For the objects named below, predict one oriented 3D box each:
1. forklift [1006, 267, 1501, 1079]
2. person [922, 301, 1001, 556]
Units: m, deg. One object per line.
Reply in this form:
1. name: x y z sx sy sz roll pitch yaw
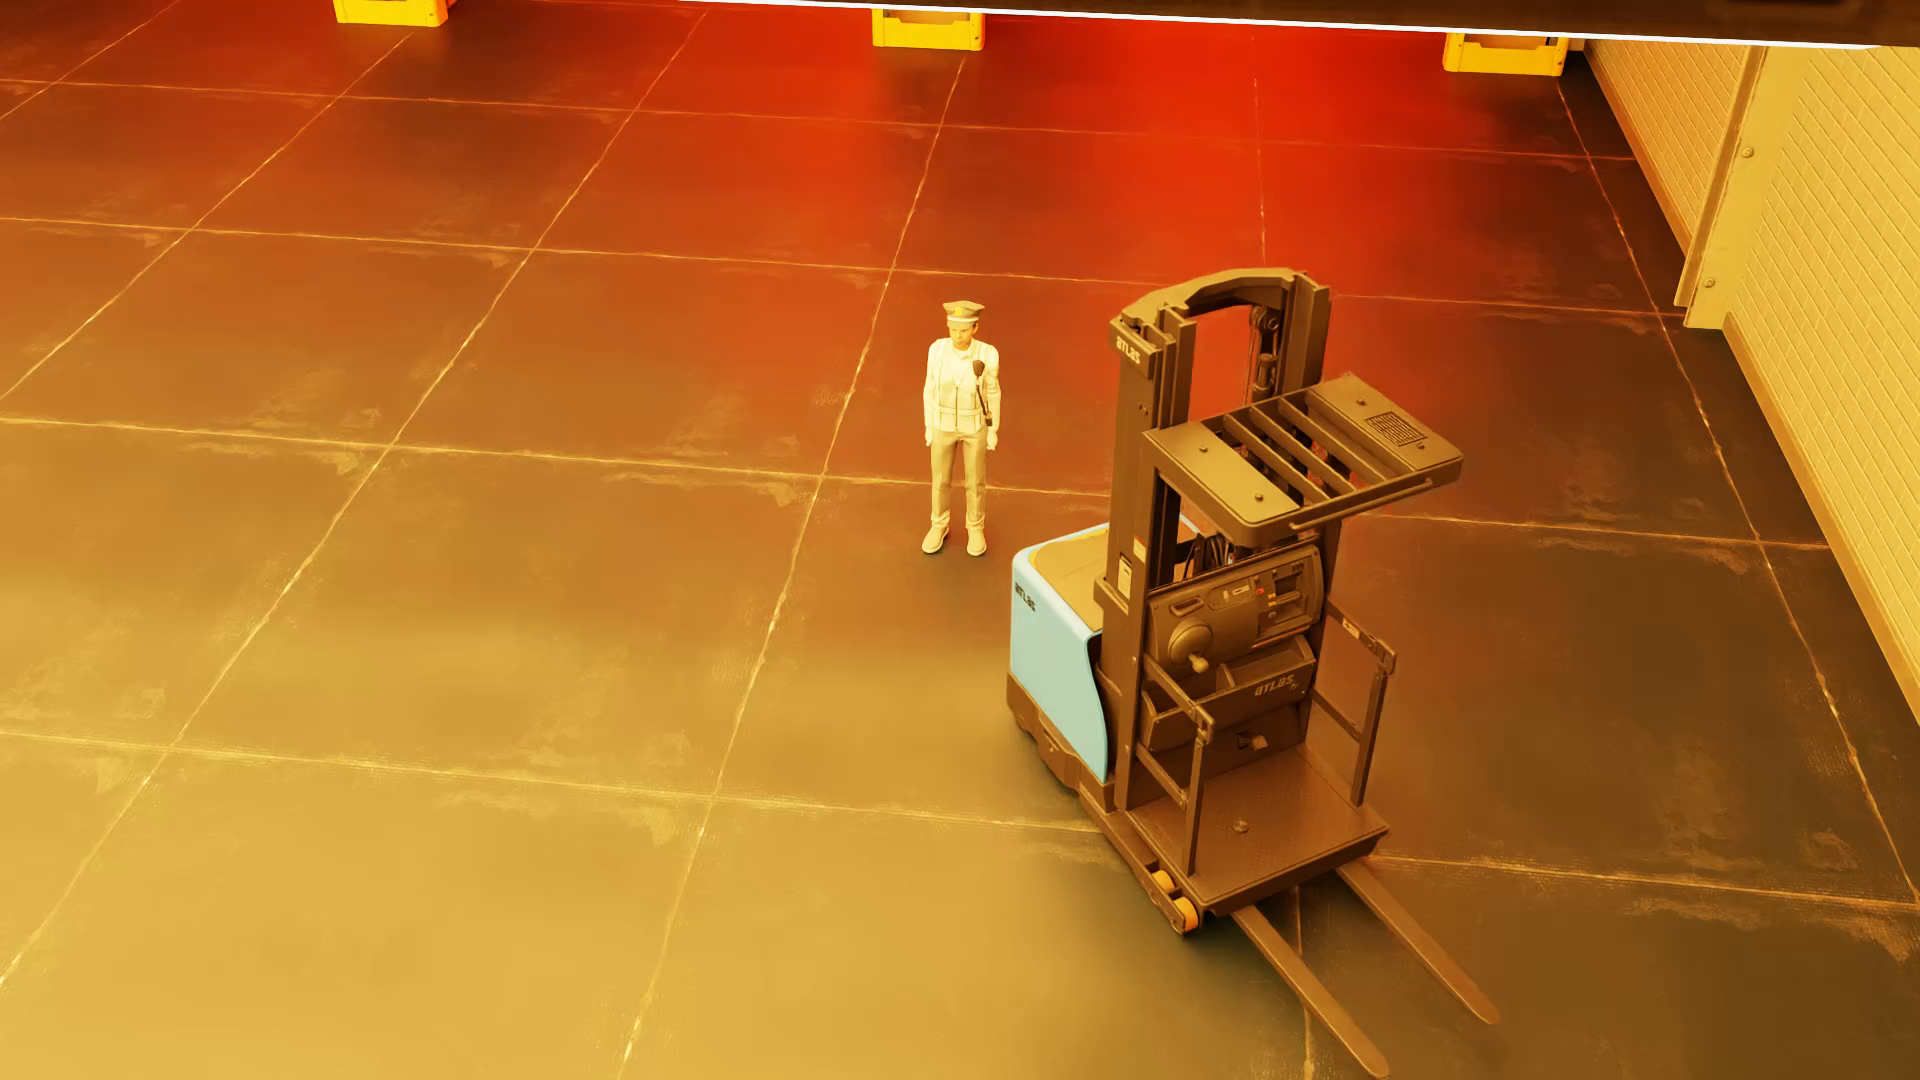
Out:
1. forklift: 1.379 0.391 7.499 1.130 2.935 3.031 -17 40 -22
2. person: 0.006 -0.679 9.999 0.461 1.694 0.353 4 37 6
